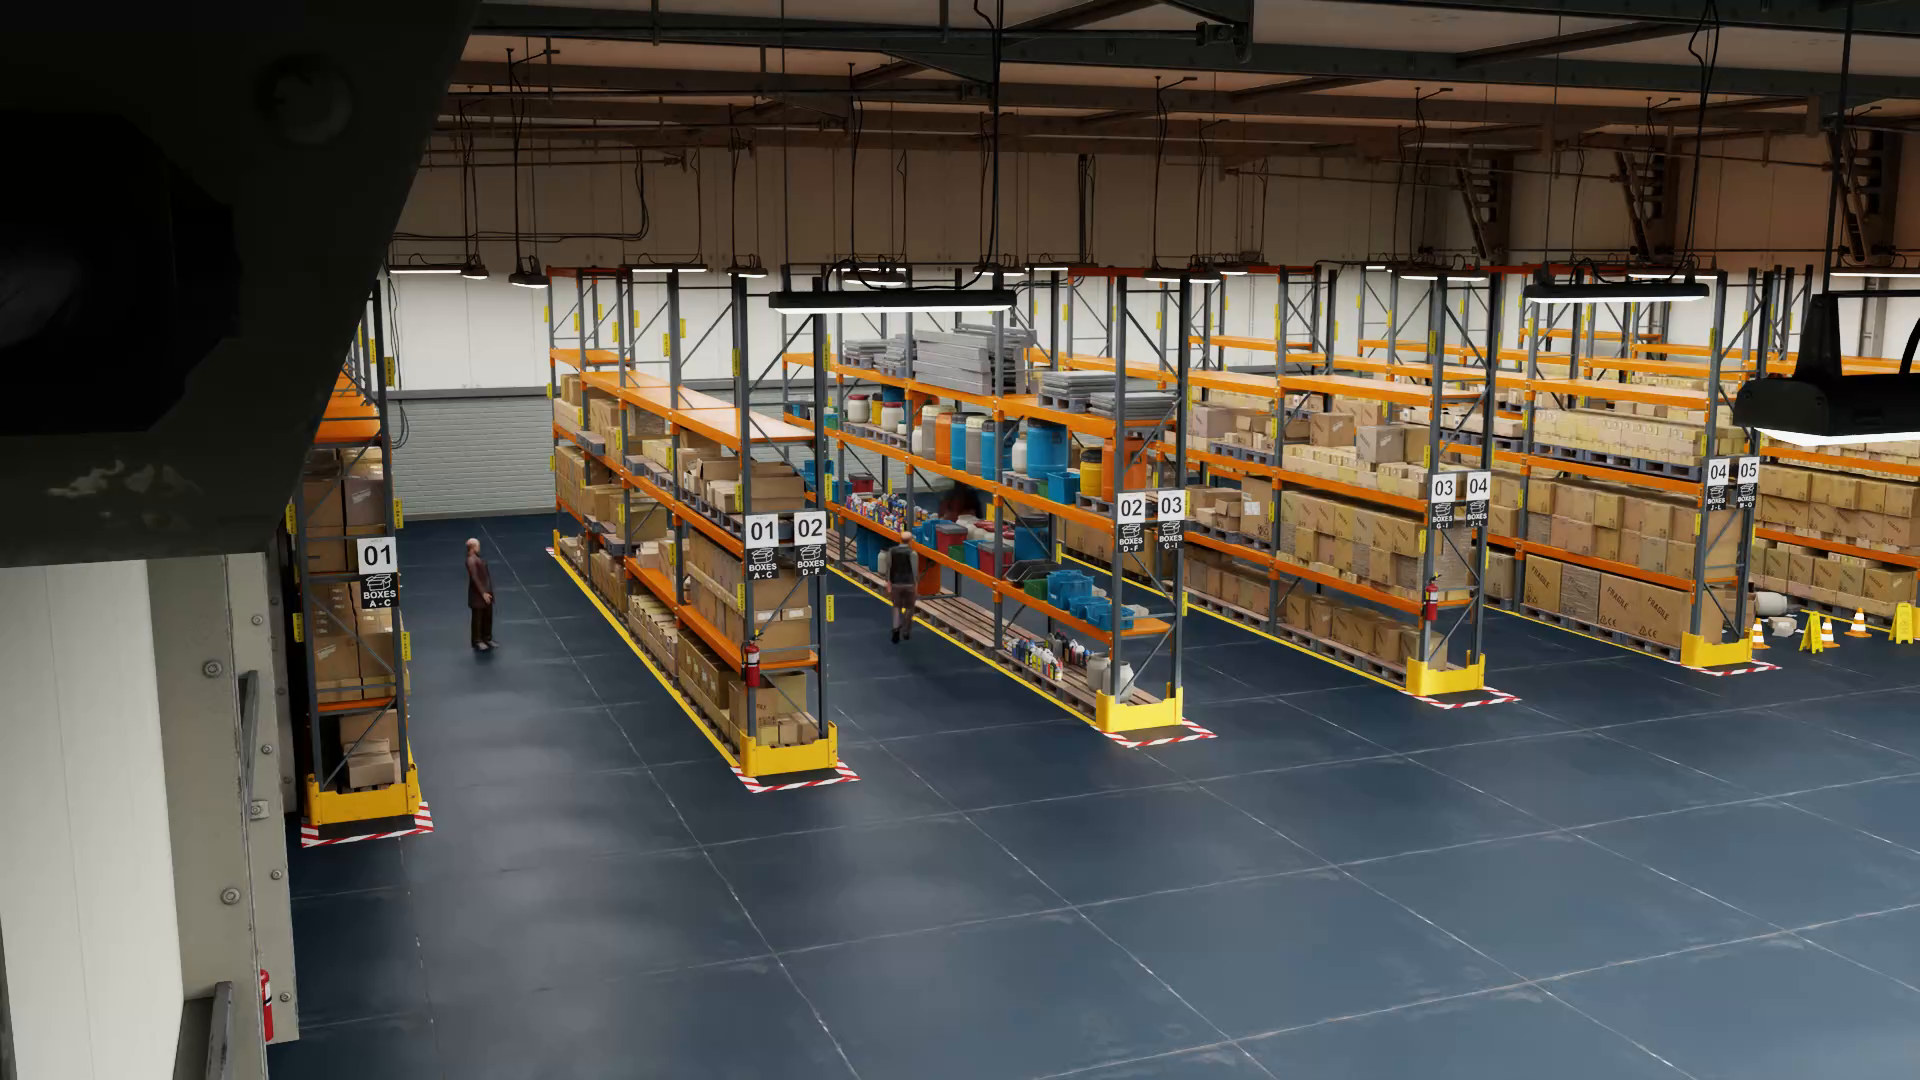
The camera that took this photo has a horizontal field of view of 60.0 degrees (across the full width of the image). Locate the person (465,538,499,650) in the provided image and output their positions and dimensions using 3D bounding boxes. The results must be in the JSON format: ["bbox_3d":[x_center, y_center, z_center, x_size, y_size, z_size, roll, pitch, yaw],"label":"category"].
[{"bbox_3d":[-7.646,0.876,26.605,0.584,1.831,0.639,3,10,17],"label":"person"}]

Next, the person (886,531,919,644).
[{"bbox_3d":[-0.898,0.744,25.961,0.546,1.768,0.497,2,10,13],"label":"person"}]
